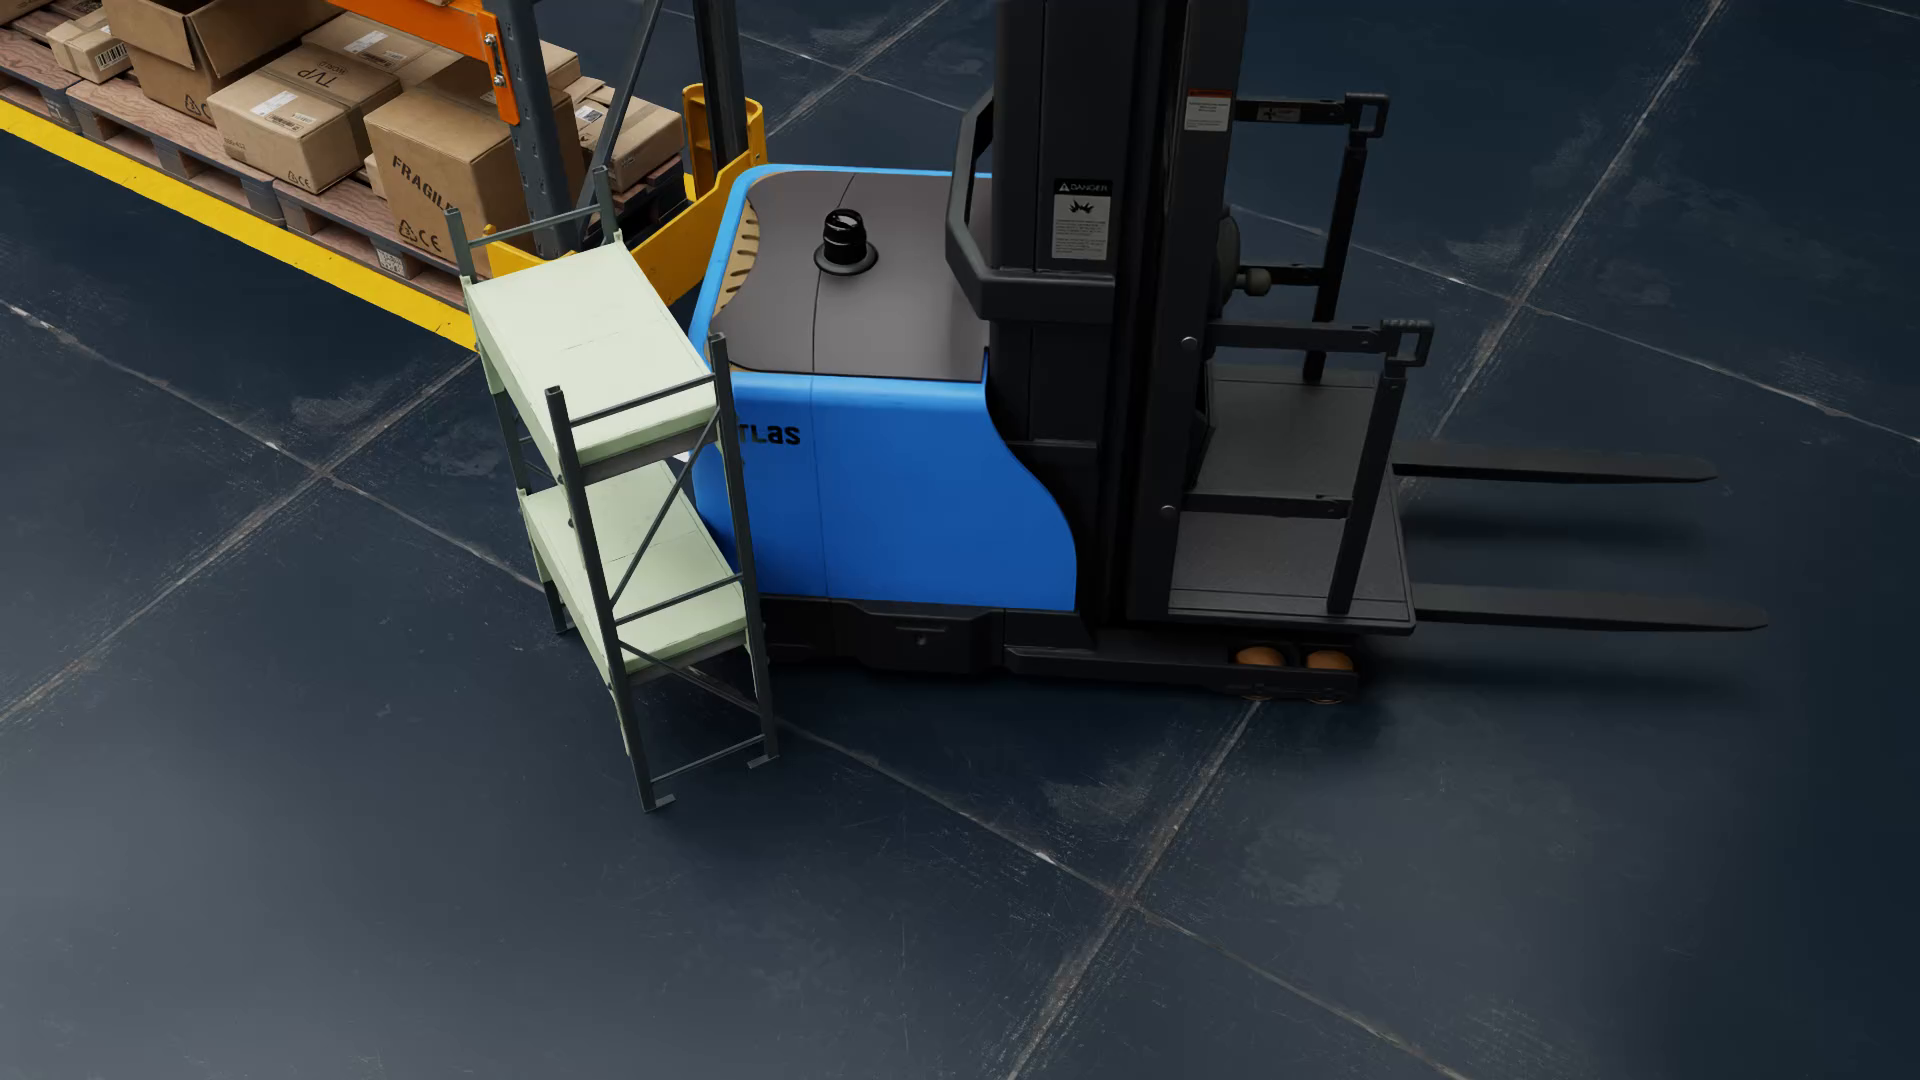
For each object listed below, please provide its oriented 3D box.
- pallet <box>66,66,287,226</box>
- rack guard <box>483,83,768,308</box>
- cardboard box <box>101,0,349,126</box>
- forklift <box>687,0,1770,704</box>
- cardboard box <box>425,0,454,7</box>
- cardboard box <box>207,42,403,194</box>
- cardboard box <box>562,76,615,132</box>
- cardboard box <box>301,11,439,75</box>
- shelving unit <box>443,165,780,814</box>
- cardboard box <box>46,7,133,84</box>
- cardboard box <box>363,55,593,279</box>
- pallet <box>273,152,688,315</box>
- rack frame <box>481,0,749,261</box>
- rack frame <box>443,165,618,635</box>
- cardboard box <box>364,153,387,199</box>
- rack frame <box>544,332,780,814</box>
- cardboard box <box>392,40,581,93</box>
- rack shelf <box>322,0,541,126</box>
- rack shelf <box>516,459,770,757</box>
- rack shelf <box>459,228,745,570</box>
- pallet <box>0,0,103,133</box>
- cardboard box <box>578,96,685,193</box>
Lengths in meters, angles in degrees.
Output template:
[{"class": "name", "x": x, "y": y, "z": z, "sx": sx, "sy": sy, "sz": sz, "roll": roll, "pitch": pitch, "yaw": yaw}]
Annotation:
[{"class": "pallet", "x": -2.853, "y": -1.810, "z": 6.862, "sx": 1.213, "sy": 0.211, "sz": 1.003, "roll": 25, "pitch": 51, "yaw": 22}, {"class": "rack guard", "x": -1.159, "y": -1.130, "z": 6.000, "sx": 0.348, "sy": 0.500, "sz": 1.175, "roll": 25, "pitch": 51, "yaw": 22}, {"class": "cardboard box", "x": -2.878, "y": -2.079, "z": 6.613, "sx": 0.637, "sy": 0.503, "sz": 0.797, "roll": 25, "pitch": 51, "yaw": 22}, {"class": "forklift", "x": 0.809, "y": -0.947, "z": 4.126, "sx": 3.031, "sy": 2.935, "sz": 1.130, "roll": 3, "pitch": 46, "yaw": 3}, {"class": "cardboard box", "x": -1.619, "y": -2.016, "z": 5.047, "sx": 0.500, "sy": 0.500, "sz": 0.500, "roll": 26, "pitch": 51, "yaw": 23}, {"class": "cardboard box", "x": -2.469, "y": -1.615, "z": 6.338, "sx": 0.500, "sy": 0.250, "sz": 0.500, "roll": 25, "pitch": 51, "yaw": 22}, {"class": "cardboard box", "x": -1.472, "y": -1.604, "z": 6.386, "sx": 0.250, "sy": 0.166, "sz": 0.380, "roll": 25, "pitch": 51, "yaw": 22}, {"class": "cardboard box", "x": -2.241, "y": -1.936, "z": 6.650, "sx": 0.500, "sy": 0.250, "sz": 0.500, "roll": 25, "pitch": 51, "yaw": 22}, {"class": "shelving unit", "x": -0.860, "y": -0.083, "z": 4.285, "sx": 0.431, "sy": 1.500, "sz": 0.755, "roll": -21, "pitch": 49, "yaw": -19}, {"class": "cardboard box", "x": -3.492, "y": -2.064, "z": 6.833, "sx": 0.250, "sy": 0.166, "sz": 0.380, "roll": 25, "pitch": 51, "yaw": 22}, {"class": "cardboard box", "x": -1.685, "y": -1.316, "z": 5.873, "sx": 0.500, "sy": 0.500, "sz": 0.500, "roll": 25, "pitch": 51, "yaw": 22}, {"class": "pallet", "x": -1.830, "y": -1.337, "z": 6.403, "sx": 1.213, "sy": 0.211, "sz": 1.003, "roll": 25, "pitch": 51, "yaw": 22}, {"class": "rack frame", "x": -1.095, "y": -1.972, "z": 5.074, "sx": 0.127, "sy": 3.000, "sz": 1.000, "roll": 25, "pitch": 51, "yaw": 22}, {"class": "rack frame", "x": -1.035, "y": -0.314, "z": 4.509, "sx": 0.400, "sy": 1.500, "sz": 0.023, "roll": -21, "pitch": 49, "yaw": -19}, {"class": "cardboard box", "x": -1.978, "y": -1.411, "z": 6.198, "sx": 0.250, "sy": 0.166, "sz": 0.380, "roll": 25, "pitch": 51, "yaw": 22}, {"class": "rack frame", "x": -0.686, "y": 0.148, "z": 4.061, "sx": 0.400, "sy": 1.500, "sz": 0.023, "roll": -21, "pitch": 49, "yaw": -19}, {"class": "cardboard box", "x": -1.820, "y": -1.742, "z": 6.462, "sx": 0.500, "sy": 0.250, "sz": 0.500, "roll": 25, "pitch": 51, "yaw": 22}, {"class": "rack shelf", "x": -2.778, "y": -2.495, "z": 6.085, "sx": 4.000, "sy": 0.370, "sz": 1.077, "roll": 25, "pitch": 51, "yaw": 22}, {"class": "rack shelf", "x": -0.860, "y": 0.144, "z": 4.519, "sx": 0.431, "sy": 0.370, "sz": 0.720, "roll": -21, "pitch": 49, "yaw": -19}, {"class": "rack shelf", "x": -0.861, "y": -0.355, "z": 4.005, "sx": 0.431, "sy": 0.370, "sz": 0.720, "roll": -21, "pitch": 49, "yaw": -19}, {"class": "pallet", "x": -3.884, "y": -2.282, "z": 7.321, "sx": 1.213, "sy": 0.211, "sz": 1.003, "roll": 25, "pitch": 51, "yaw": 22}, {"class": "cardboard box", "x": -1.262, "y": -1.501, "z": 6.298, "sx": 0.250, "sy": 0.149, "sz": 0.380, "roll": 25, "pitch": 51, "yaw": 22}]
